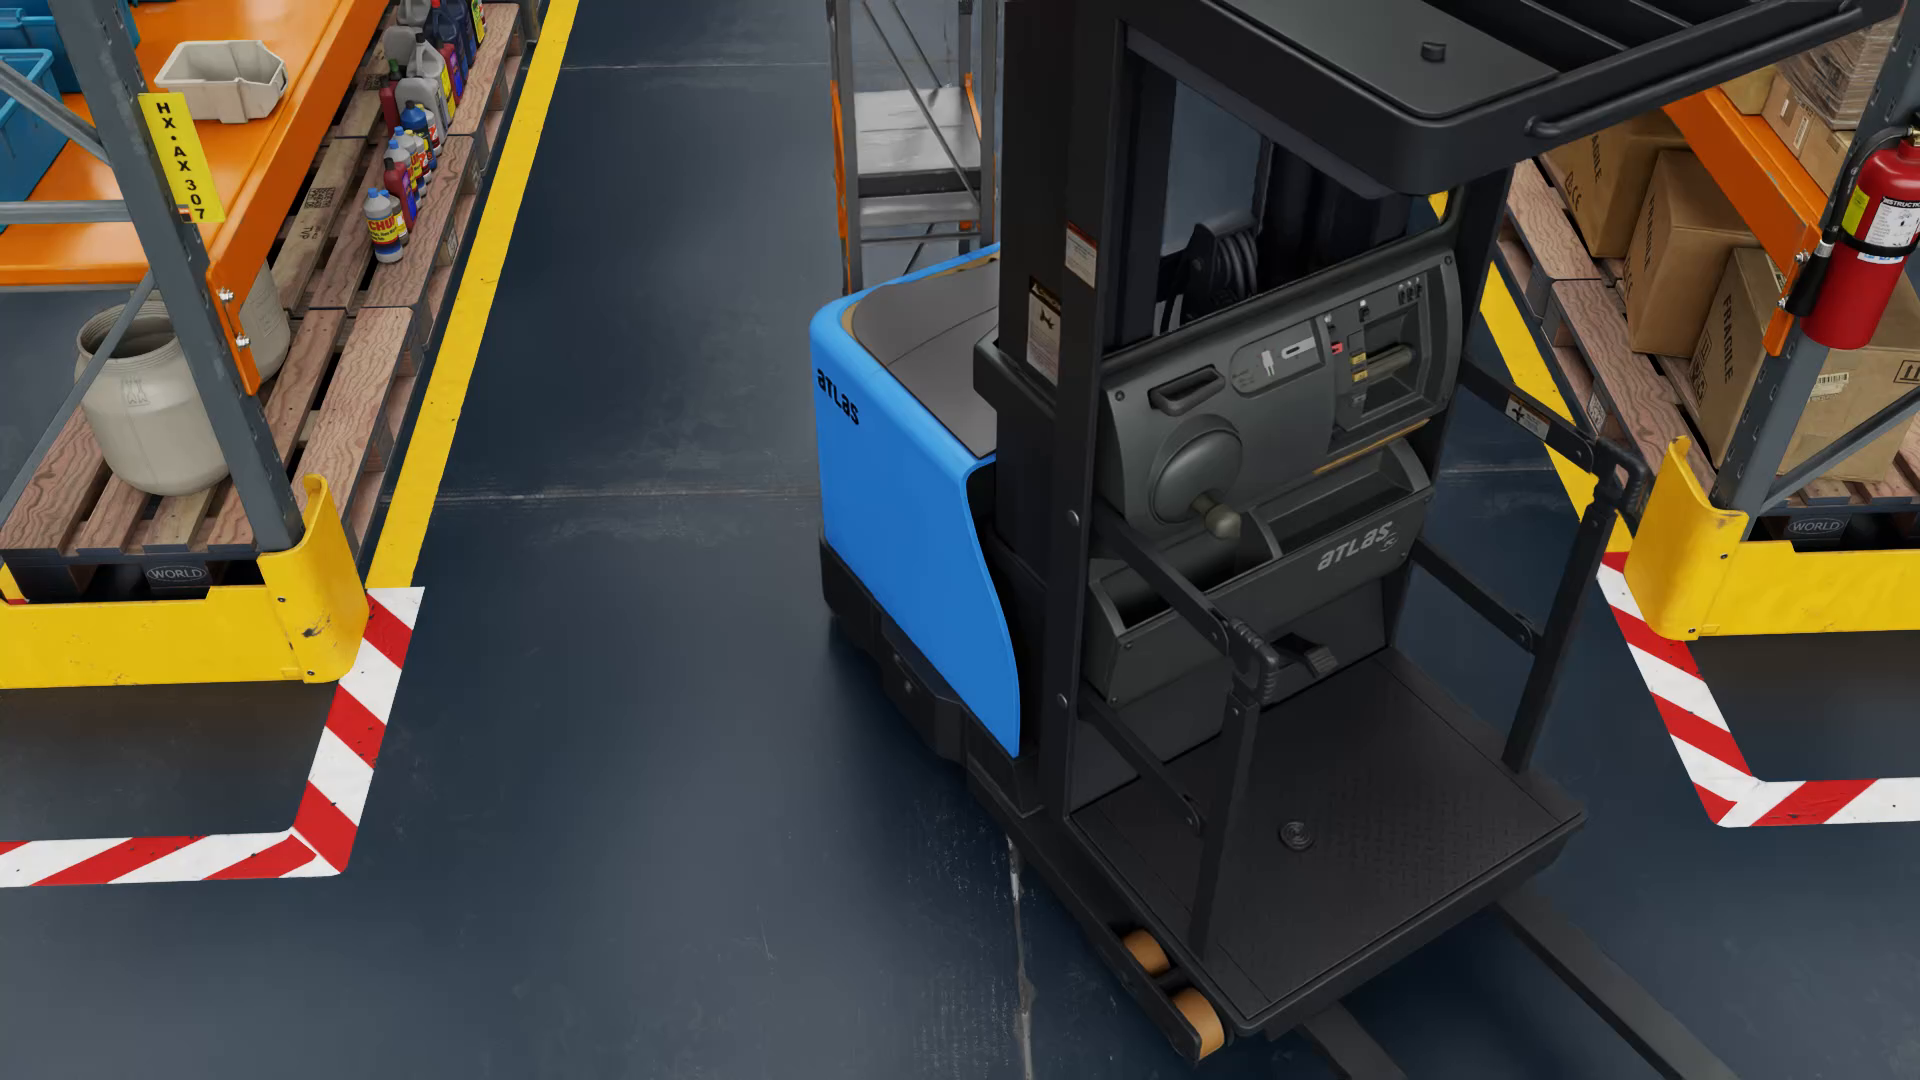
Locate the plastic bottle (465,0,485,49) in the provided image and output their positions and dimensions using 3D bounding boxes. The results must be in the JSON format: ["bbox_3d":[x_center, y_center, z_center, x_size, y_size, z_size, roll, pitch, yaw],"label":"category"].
[{"bbox_3d":[-2.129,-2.293,7.216,0.061,0.283,0.133,0,43,0],"label":"plastic bottle"}]

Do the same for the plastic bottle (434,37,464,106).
[{"bbox_3d":[-2.107,-1.943,6.835,0.061,0.283,0.133,1,43,1],"label":"plastic bottle"}]

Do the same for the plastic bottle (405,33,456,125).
[{"bbox_3d":[-2.142,-1.859,6.693,0.144,0.351,0.185,-2,43,-2],"label":"plastic bottle"}]

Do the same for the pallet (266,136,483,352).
[{"bbox_3d":[-2.437,-1.139,6.336,1.003,0.211,1.213,-2,43,-2],"label":"pallet"}]

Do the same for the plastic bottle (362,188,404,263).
[{"bbox_3d":[-2.075,-1.136,5.963,0.097,0.271,0.097,0,43,0],"label":"plastic bottle"}]

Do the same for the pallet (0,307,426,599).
[{"bbox_3d":[-2.388,-0.317,5.440,1.003,0.211,1.213,-2,43,-2],"label":"pallet"}]

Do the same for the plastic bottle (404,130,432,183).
[{"bbox_3d":[-2.098,-1.476,6.386,0.097,0.201,0.097,0,43,0],"label":"plastic bottle"}]

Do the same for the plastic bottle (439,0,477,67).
[{"bbox_3d":[-2.163,-2.206,7.072,0.144,0.351,0.185,-3,43,-3],"label":"plastic bottle"}]

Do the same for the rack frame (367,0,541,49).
[{"bbox_3d":[-2.479,-3.447,6.791,1.000,3.000,0.127,-2,43,-2],"label":"rack frame"}]

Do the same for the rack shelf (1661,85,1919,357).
[{"bbox_3d":[2.555,-1.974,5.716,1.077,0.370,4.000,-2,43,-2],"label":"rack shelf"}]

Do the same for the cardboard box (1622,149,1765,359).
[{"bbox_3d":[2.570,-0.947,5.602,0.500,0.500,0.500,9,43,9],"label":"cardboard box"}]

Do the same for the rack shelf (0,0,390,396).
[{"bbox_3d":[-2.394,-1.832,5.561,1.077,0.370,4.000,-2,43,-2],"label":"rack shelf"}]

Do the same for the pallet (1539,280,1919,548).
[{"bbox_3d":[2.637,-0.462,5.597,1.003,0.211,1.213,-2,43,-2],"label":"pallet"}]

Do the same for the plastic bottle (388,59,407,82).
[{"bbox_3d":[-2.243,-1.813,6.693,0.061,0.283,0.133,-2,43,-2],"label":"plastic bottle"}]

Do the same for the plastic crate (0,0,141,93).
[{"bbox_3d":[-2.651,-1.460,4.733,0.499,0.251,0.408,-2,43,-2],"label":"plastic crate"}]

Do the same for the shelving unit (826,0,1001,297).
[{"bbox_3d":[-0.139,-0.993,4.779,0.431,2.100,0.503,-5,43,-5],"label":"shelving unit"}]

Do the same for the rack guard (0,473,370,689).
[{"bbox_3d":[-2.359,0.125,4.744,1.175,0.500,0.348,-2,43,-2],"label":"rack guard"}]

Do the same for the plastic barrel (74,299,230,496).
[{"bbox_3d":[-2.413,-0.426,5.026,0.421,0.512,0.421,0,43,0],"label":"plastic barrel"}]

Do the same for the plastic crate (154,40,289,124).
[{"bbox_3d":[-2.025,-1.263,4.603,0.298,0.136,0.250,-2,43,-2],"label":"plastic crate"}]

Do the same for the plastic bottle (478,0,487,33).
[{"bbox_3d":[-2.152,-2.342,7.330,0.097,0.201,0.097,0,43,0],"label":"plastic bottle"}]

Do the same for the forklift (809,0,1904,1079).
[{"bbox_3d":[0.810,-0.230,3.331,1.130,2.935,3.031,-24,47,-24],"label":"forklift"}]

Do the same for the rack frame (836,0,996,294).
[{"bbox_3d":[-0.108,-0.829,4.601,0.400,2.100,0.015,-5,43,-5],"label":"rack frame"}]

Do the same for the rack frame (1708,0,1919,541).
[{"bbox_3d":[2.640,-0.889,4.000,1.000,3.000,0.127,-2,43,-2],"label":"rack frame"}]

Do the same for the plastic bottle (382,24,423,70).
[{"bbox_3d":[-2.302,-2.028,6.933,0.152,0.276,0.135,-2,43,-2],"label":"plastic bottle"}]

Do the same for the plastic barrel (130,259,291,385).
[{"bbox_3d":[-2.434,-0.765,5.395,0.421,0.512,0.421,0,43,0],"label":"plastic barrel"}]

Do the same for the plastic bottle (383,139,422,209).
[{"bbox_3d":[-2.089,-1.367,6.215,0.097,0.271,0.097,0,43,0],"label":"plastic bottle"}]

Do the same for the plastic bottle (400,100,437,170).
[{"bbox_3d":[-2.102,-1.572,6.438,0.097,0.271,0.097,0,43,0],"label":"plastic bottle"}]

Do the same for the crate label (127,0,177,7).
[{"bbox_3d":[-2.657,-1.994,5.180,0.502,0.435,0.616,-2,43,-2],"label":"crate label"}]

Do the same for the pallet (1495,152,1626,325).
[{"bbox_3d":[2.588,-1.283,6.494,1.003,0.211,1.213,-2,43,-2],"label":"pallet"}]

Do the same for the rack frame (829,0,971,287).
[{"bbox_3d":[-0.169,-1.156,4.958,0.400,2.100,0.015,-5,43,-5],"label":"rack frame"}]

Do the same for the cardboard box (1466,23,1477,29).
[{"bbox_3d":[2.447,-2.551,7.353,0.500,0.500,0.500,-3,43,-3],"label":"cardboard box"}]

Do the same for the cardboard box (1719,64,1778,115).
[{"bbox_3d":[2.349,-1.319,4.655,0.380,0.149,0.250,-2,43,-2],"label":"cardboard box"}]

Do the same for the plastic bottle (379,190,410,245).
[{"bbox_3d":[-2.079,-1.180,6.063,0.097,0.201,0.097,0,43,0],"label":"plastic bottle"}]

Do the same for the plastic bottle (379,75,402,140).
[{"bbox_3d":[-2.245,-1.721,6.592,0.061,0.283,0.133,-2,43,-2],"label":"plastic bottle"}]

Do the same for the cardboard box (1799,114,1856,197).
[{"bbox_3d":[2.421,-0.983,4.288,0.380,0.149,0.250,-2,43,-2],"label":"cardboard box"}]

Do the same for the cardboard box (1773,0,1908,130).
[{"bbox_3d":[2.644,-1.407,4.271,0.875,0.500,0.500,-2,43,-2],"label":"cardboard box"}]

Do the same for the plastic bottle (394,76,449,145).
[{"bbox_3d":[-2.139,-1.721,6.598,0.152,0.276,0.135,-1,43,-1],"label":"plastic bottle"}]

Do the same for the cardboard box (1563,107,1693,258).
[{"bbox_3d":[2.563,-1.370,6.064,0.500,0.500,0.500,2,43,2],"label":"cardboard box"}]

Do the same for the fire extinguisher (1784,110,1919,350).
[{"bbox_3d":[2.184,-0.770,3.927,0.296,0.674,0.183,-2,43,-2],"label":"fire extinguisher"}]

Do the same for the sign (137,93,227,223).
[{"bbox_3d":[-1.759,-0.862,3.765,0.100,0.325,0.005,-2,43,-2],"label":"sign"}]

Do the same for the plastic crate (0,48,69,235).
[{"bbox_3d":[-2.629,-1.021,4.254,0.499,0.251,0.616,-2,43,-2],"label":"plastic crate"}]

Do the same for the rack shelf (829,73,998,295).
[{"bbox_3d":[-0.139,-0.983,4.788,0.431,0.518,0.480,-5,43,-5],"label":"rack shelf"}]

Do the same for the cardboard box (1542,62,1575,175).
[{"bbox_3d":[2.584,-1.748,6.476,0.500,0.500,0.500,-5,43,-6],"label":"cardboard box"}]

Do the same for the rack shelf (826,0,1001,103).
[{"bbox_3d":[-0.139,-1.499,4.315,0.431,0.518,0.480,-5,43,-5],"label":"rack shelf"}]

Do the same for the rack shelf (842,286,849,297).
[{"bbox_3d":[-0.139,-0.467,5.261,0.431,0.518,0.480,-5,43,-5],"label":"rack shelf"}]

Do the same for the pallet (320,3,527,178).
[{"bbox_3d":[-2.492,-1.964,7.237,1.003,0.211,1.213,-2,43,-2],"label":"pallet"}]

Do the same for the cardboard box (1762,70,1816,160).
[{"bbox_3d":[2.411,-1.151,4.472,0.380,0.149,0.250,-2,43,-2],"label":"cardboard box"}]

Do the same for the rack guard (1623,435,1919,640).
[{"bbox_3d":[2.636,-0.019,4.900,1.175,0.500,0.348,-2,43,-2],"label":"rack guard"}]

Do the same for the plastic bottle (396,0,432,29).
[{"bbox_3d":[-2.307,-2.202,7.067,0.144,0.351,0.185,-2,43,-2],"label":"plastic bottle"}]

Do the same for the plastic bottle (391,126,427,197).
[{"bbox_3d":[-2.093,-1.435,6.289,0.097,0.271,0.097,0,43,0],"label":"plastic bottle"}]

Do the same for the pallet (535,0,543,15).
[{"bbox_3d":[-2.551,-2.948,8.310,1.003,0.211,1.213,-2,43,-2],"label":"pallet"}]

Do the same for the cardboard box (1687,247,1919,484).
[{"bbox_3d":[2.630,-0.544,5.163,0.500,0.500,0.500,6,43,6],"label":"cardboard box"}]

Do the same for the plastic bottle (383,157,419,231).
[{"bbox_3d":[-2.066,-1.294,6.126,0.061,0.283,0.133,-1,43,-1],"label":"plastic bottle"}]

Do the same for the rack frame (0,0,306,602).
[{"bbox_3d":[-2.309,-0.747,3.845,1.000,3.000,0.127,-2,43,-2],"label":"rack frame"}]

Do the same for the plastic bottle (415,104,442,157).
[{"bbox_3d":[-2.106,-1.615,6.537,0.097,0.201,0.097,0,43,0],"label":"plastic bottle"}]

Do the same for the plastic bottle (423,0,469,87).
[{"bbox_3d":[-2.155,-2.077,6.930,0.144,0.351,0.185,-4,43,-4],"label":"plastic bottle"}]
